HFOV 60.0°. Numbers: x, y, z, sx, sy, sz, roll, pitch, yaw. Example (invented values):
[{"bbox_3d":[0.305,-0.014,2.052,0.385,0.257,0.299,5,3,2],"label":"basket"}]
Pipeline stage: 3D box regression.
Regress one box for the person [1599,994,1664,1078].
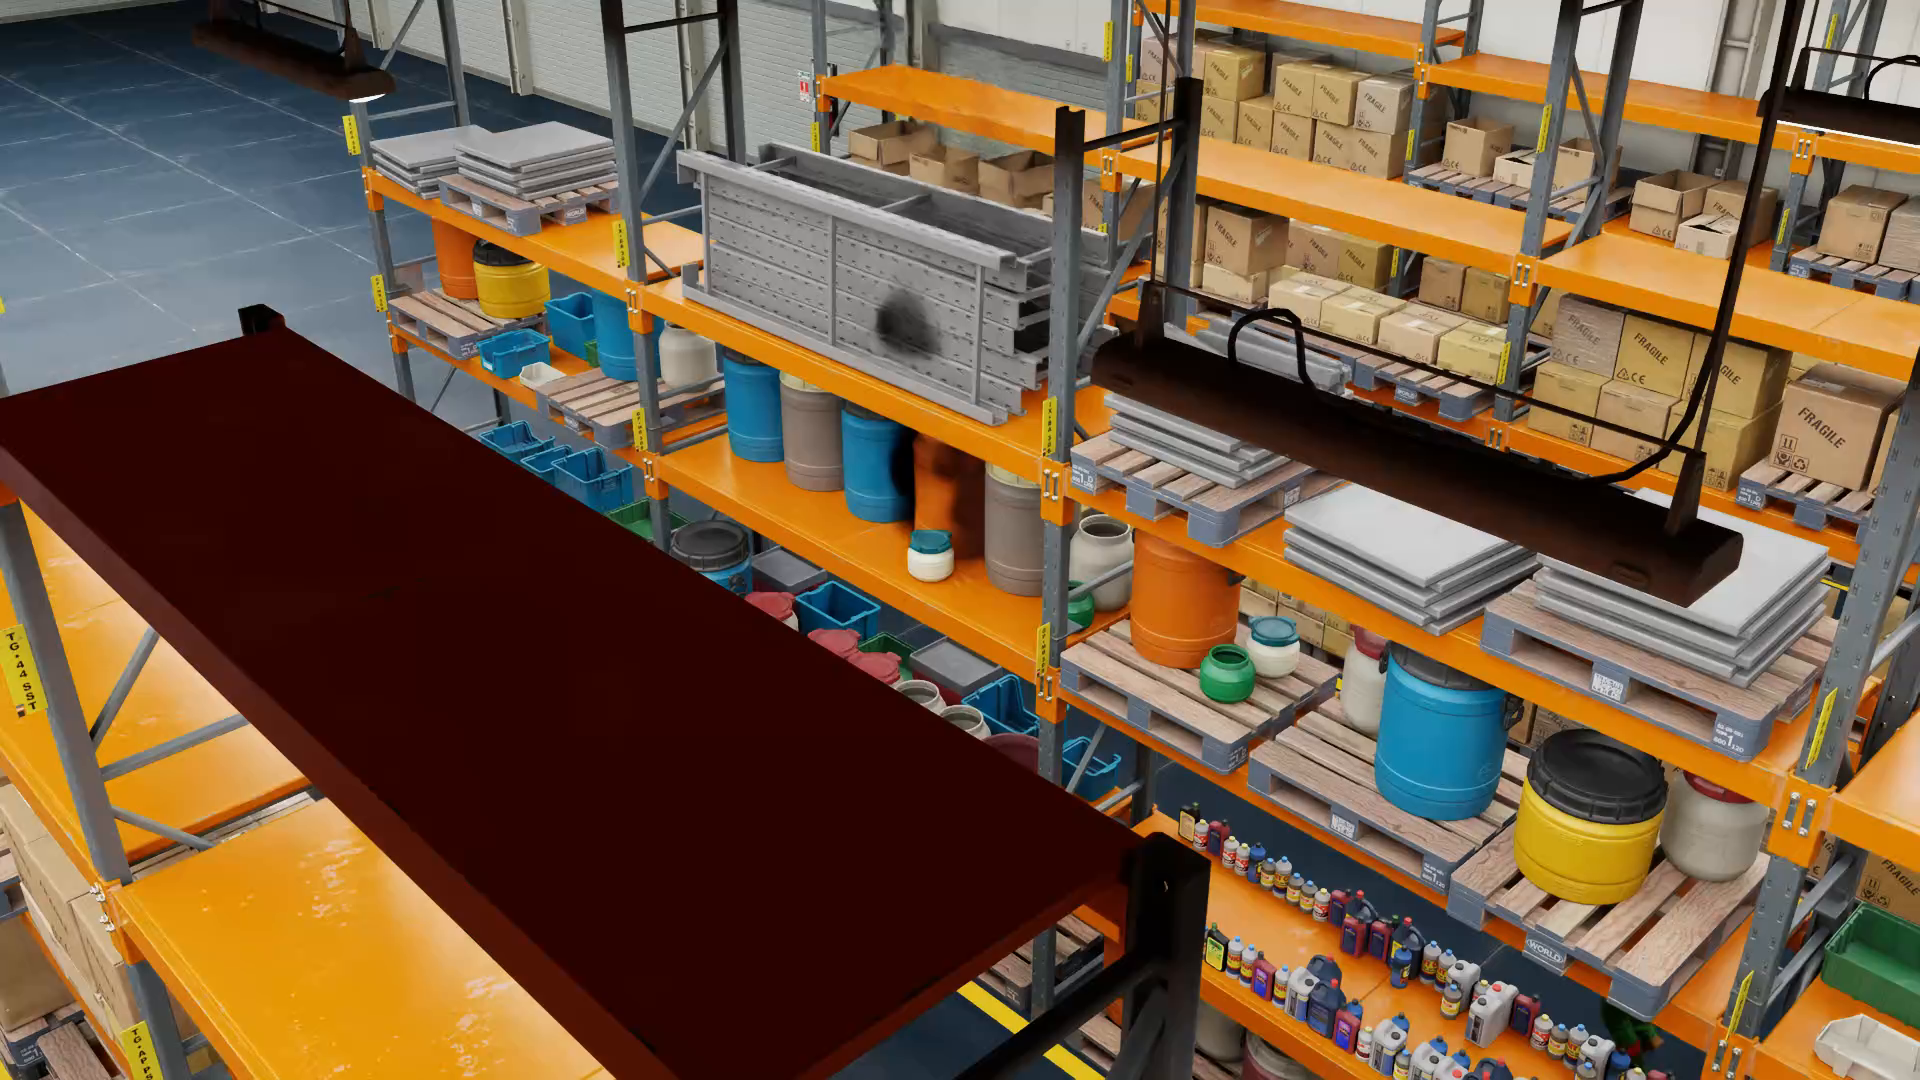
[{"bbox_3d":[4.105,2.555,10.177,0.656,1.690,0.586,-25,37,-38],"label":"person"}]
